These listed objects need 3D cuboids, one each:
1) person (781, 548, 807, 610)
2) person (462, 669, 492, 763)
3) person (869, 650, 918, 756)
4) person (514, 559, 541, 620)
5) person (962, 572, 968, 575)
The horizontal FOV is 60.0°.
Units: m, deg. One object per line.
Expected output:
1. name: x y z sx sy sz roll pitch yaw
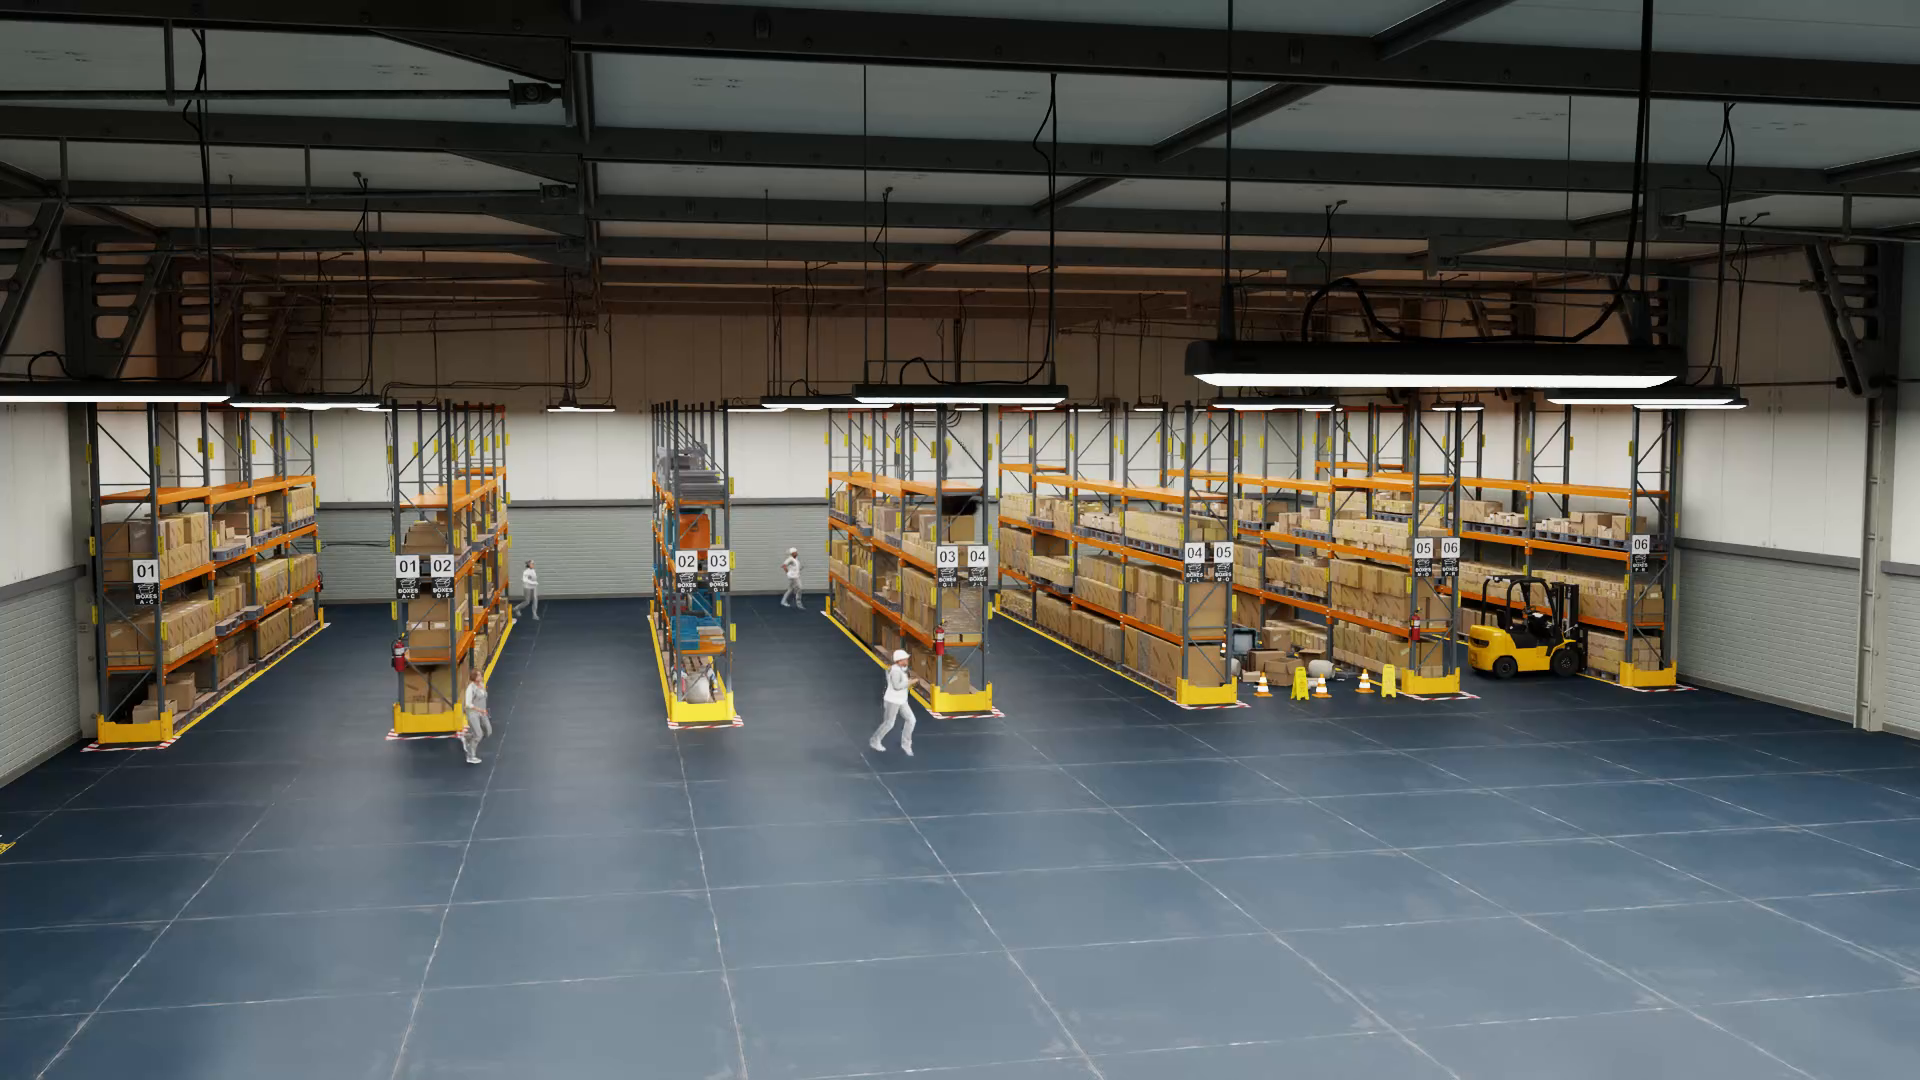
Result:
1. person: -4.893 1.144 48.901 0.800 1.843 0.667 0 4 1
2. person: -7.942 2.932 27.354 0.605 1.469 0.575 1 5 19
3. person: -1.111 2.753 27.942 0.857 1.843 0.638 1 4 16
4. person: -12.113 1.386 46.627 0.831 1.707 0.644 1 5 18
5. person: -0.005 1.198 48.719 0.668 1.710 0.565 3 5 36
